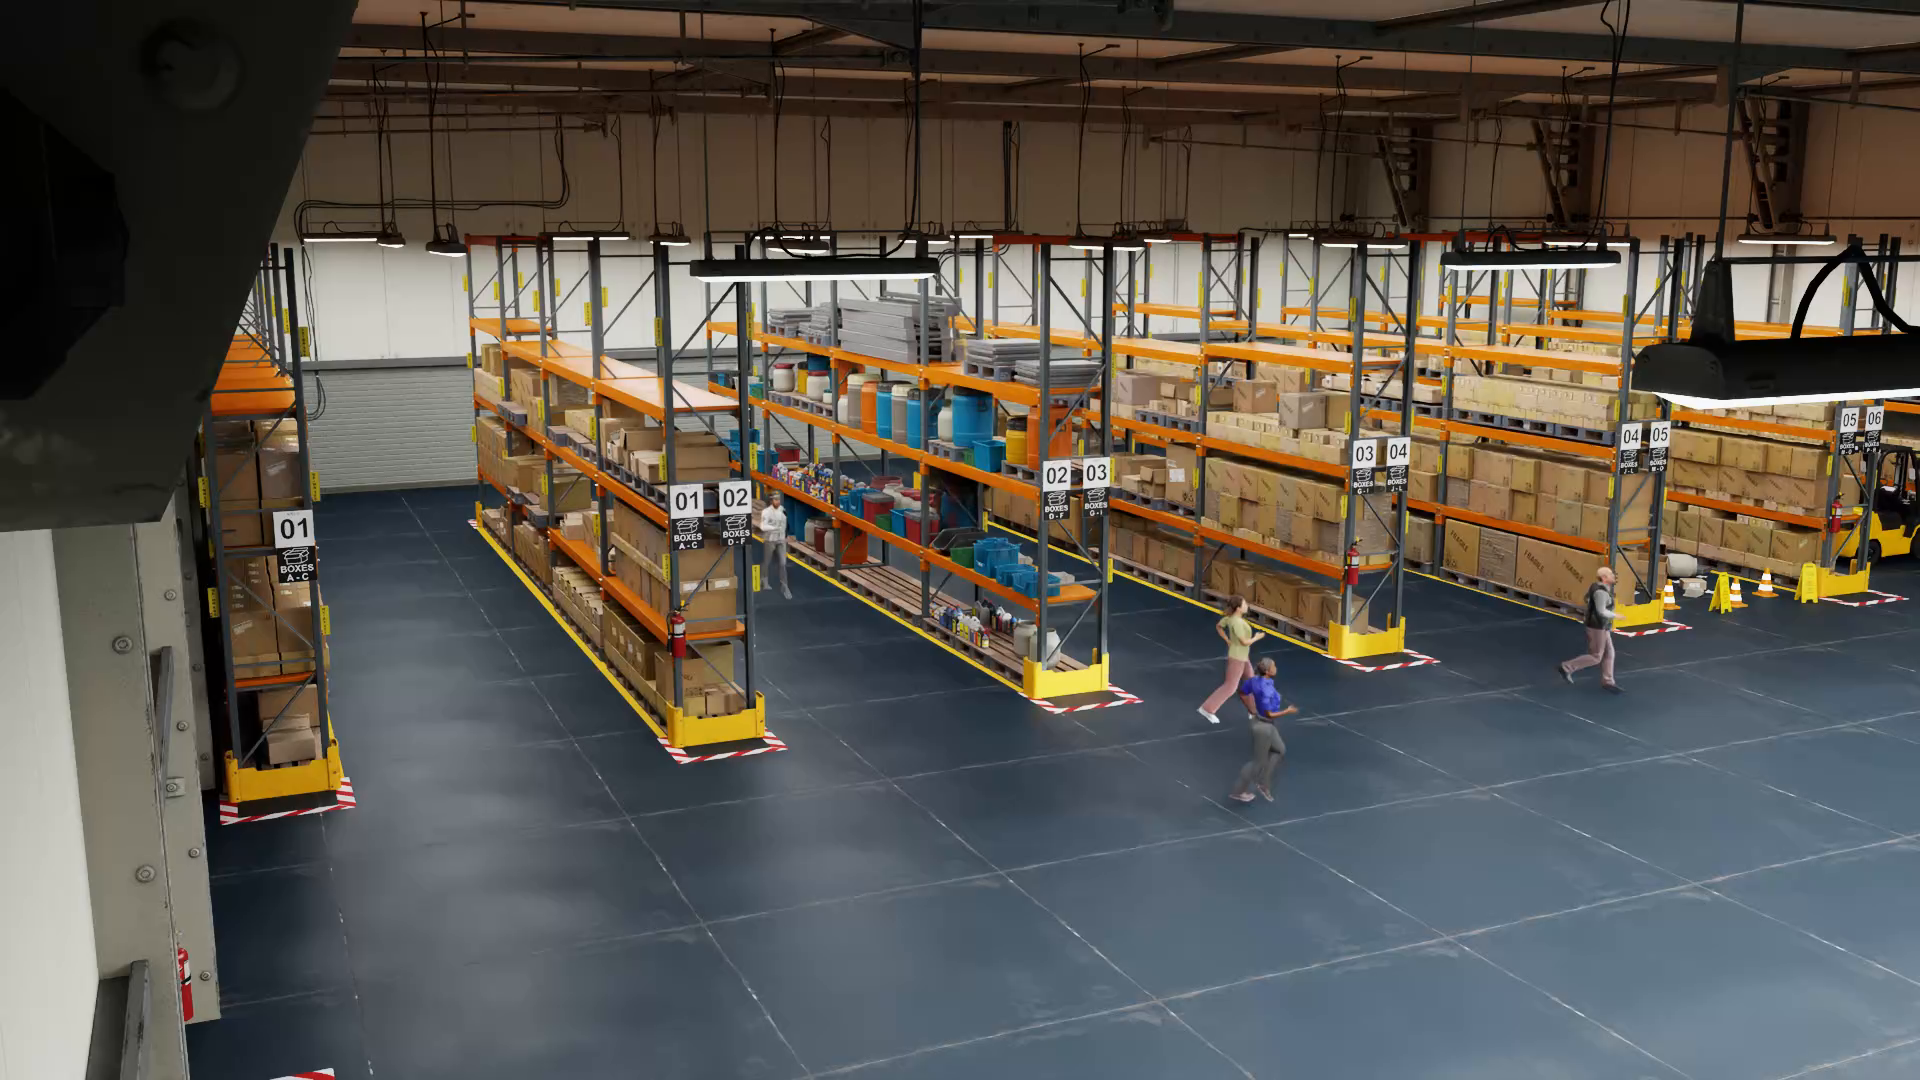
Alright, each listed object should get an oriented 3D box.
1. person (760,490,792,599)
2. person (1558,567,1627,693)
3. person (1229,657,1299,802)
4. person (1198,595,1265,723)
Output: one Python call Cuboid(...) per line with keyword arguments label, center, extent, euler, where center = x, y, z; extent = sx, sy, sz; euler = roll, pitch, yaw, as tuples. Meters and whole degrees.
Cuboid(label="person", center=(-2.996, 0.052, 26.966), extent=(0.557, 1.764, 0.782), euler=(-7, 13, -32))
Cuboid(label="person", center=(8.571, 1.206, 22.455), extent=(0.905, 1.726, 0.669), euler=(3, 11, 14))
Cuboid(label="person", center=(3.310, 2.054, 18.078), extent=(0.704, 1.620, 0.551), euler=(0, 11, -1))
Cuboid(label="person", center=(3.475, 1.506, 20.824), extent=(0.953, 1.670, 0.562), euler=(1, 11, 5))
